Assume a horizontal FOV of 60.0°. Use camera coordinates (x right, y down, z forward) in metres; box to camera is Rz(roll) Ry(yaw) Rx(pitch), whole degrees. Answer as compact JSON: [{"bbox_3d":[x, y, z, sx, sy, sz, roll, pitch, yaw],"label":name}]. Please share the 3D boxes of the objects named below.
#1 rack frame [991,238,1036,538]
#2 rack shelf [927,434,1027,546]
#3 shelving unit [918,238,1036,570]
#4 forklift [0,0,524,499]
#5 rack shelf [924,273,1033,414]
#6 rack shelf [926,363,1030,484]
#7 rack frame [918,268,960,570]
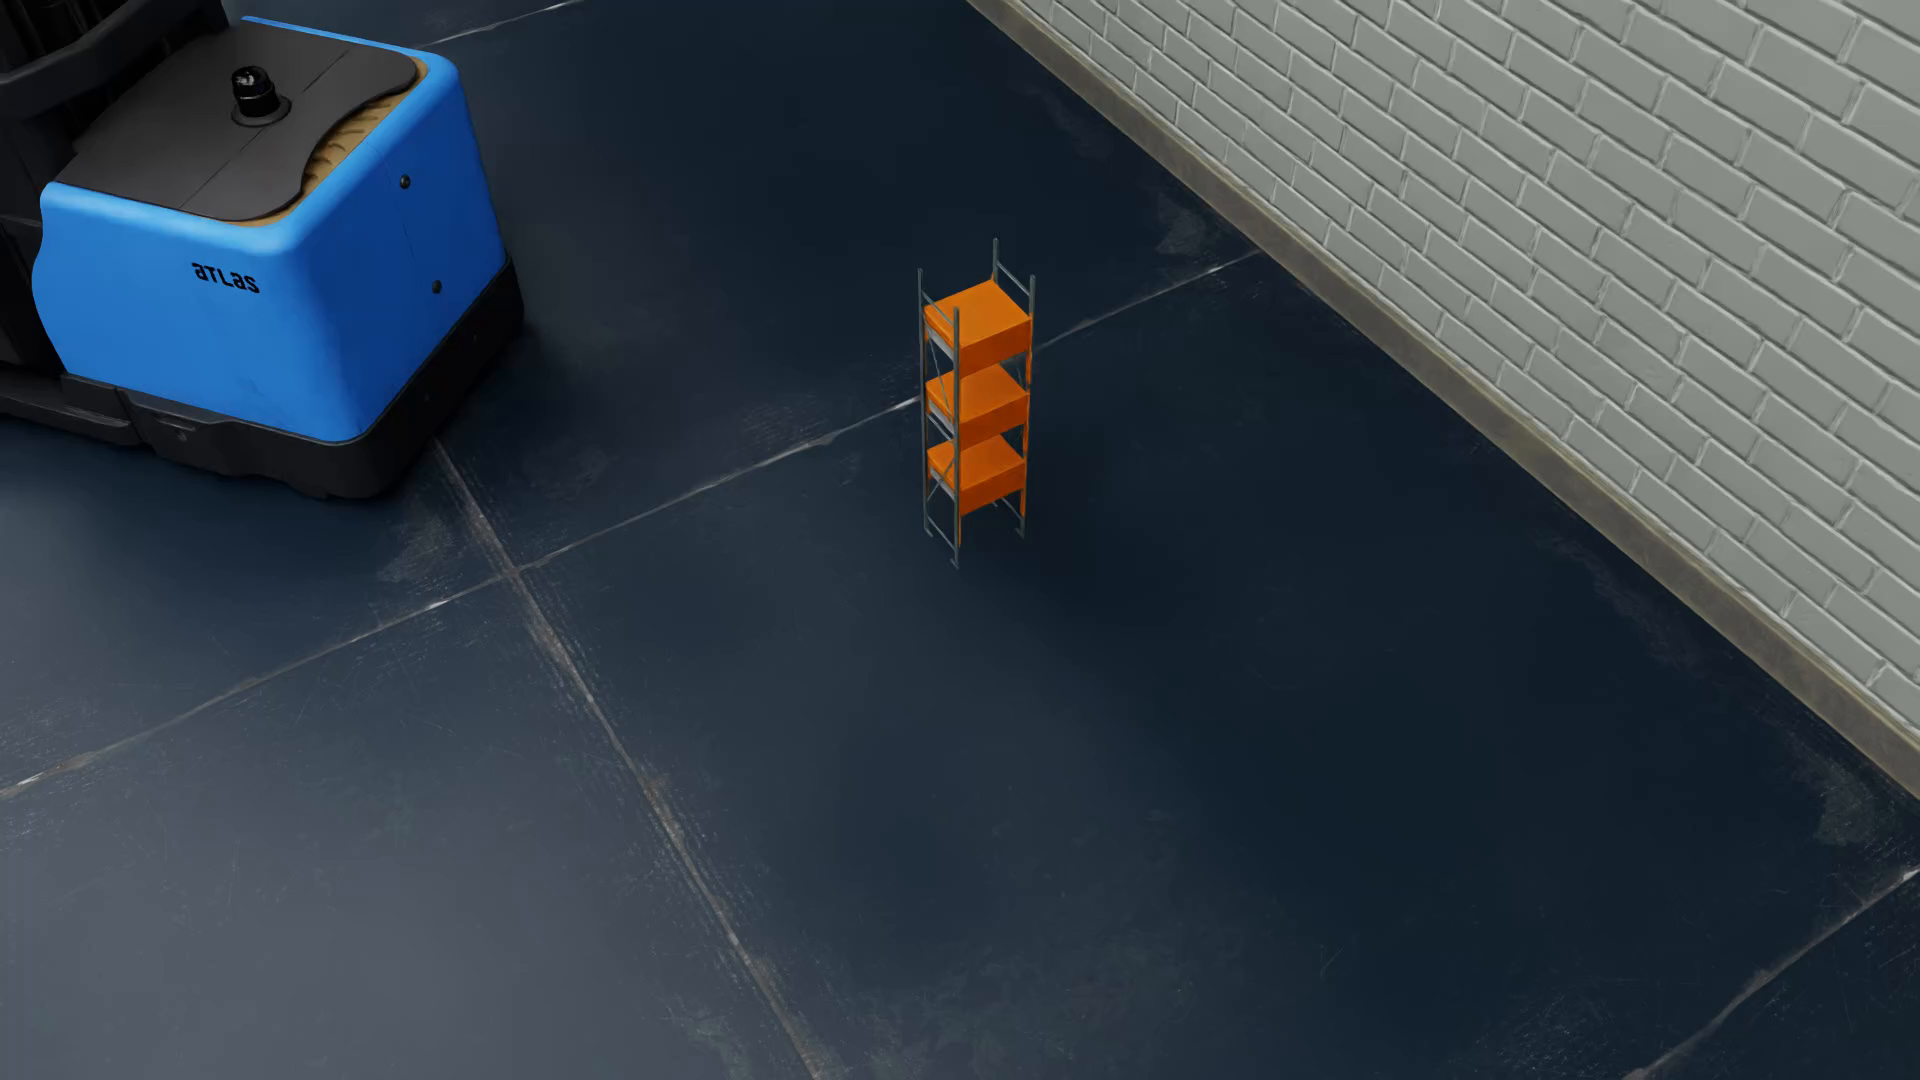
[{"bbox_3d":[0.148,-0.419,4.920,0.008,1.050,0.200,-25,53,-21],"label":"rack frame"},{"bbox_3d":[0.045,-0.179,5.092,0.240,0.259,0.215,-25,53,-21],"label":"rack shelf"},{"bbox_3d":[0.045,-0.370,4.877,0.252,1.050,0.215,-25,53,-21],"label":"shelving unit"},{"bbox_3d":[-3.111,-1.773,4.867,3.031,2.935,1.130,14,50,12],"label":"forklift"},{"bbox_3d":[0.045,-0.552,4.673,0.240,0.259,0.215,-25,53,-21],"label":"rack shelf"},{"bbox_3d":[0.045,-0.363,4.885,0.240,0.259,0.215,-25,53,-21],"label":"rack shelf"},{"bbox_3d":[-0.058,-0.322,4.834,0.008,1.050,0.200,-25,53,-21],"label":"rack frame"}]
